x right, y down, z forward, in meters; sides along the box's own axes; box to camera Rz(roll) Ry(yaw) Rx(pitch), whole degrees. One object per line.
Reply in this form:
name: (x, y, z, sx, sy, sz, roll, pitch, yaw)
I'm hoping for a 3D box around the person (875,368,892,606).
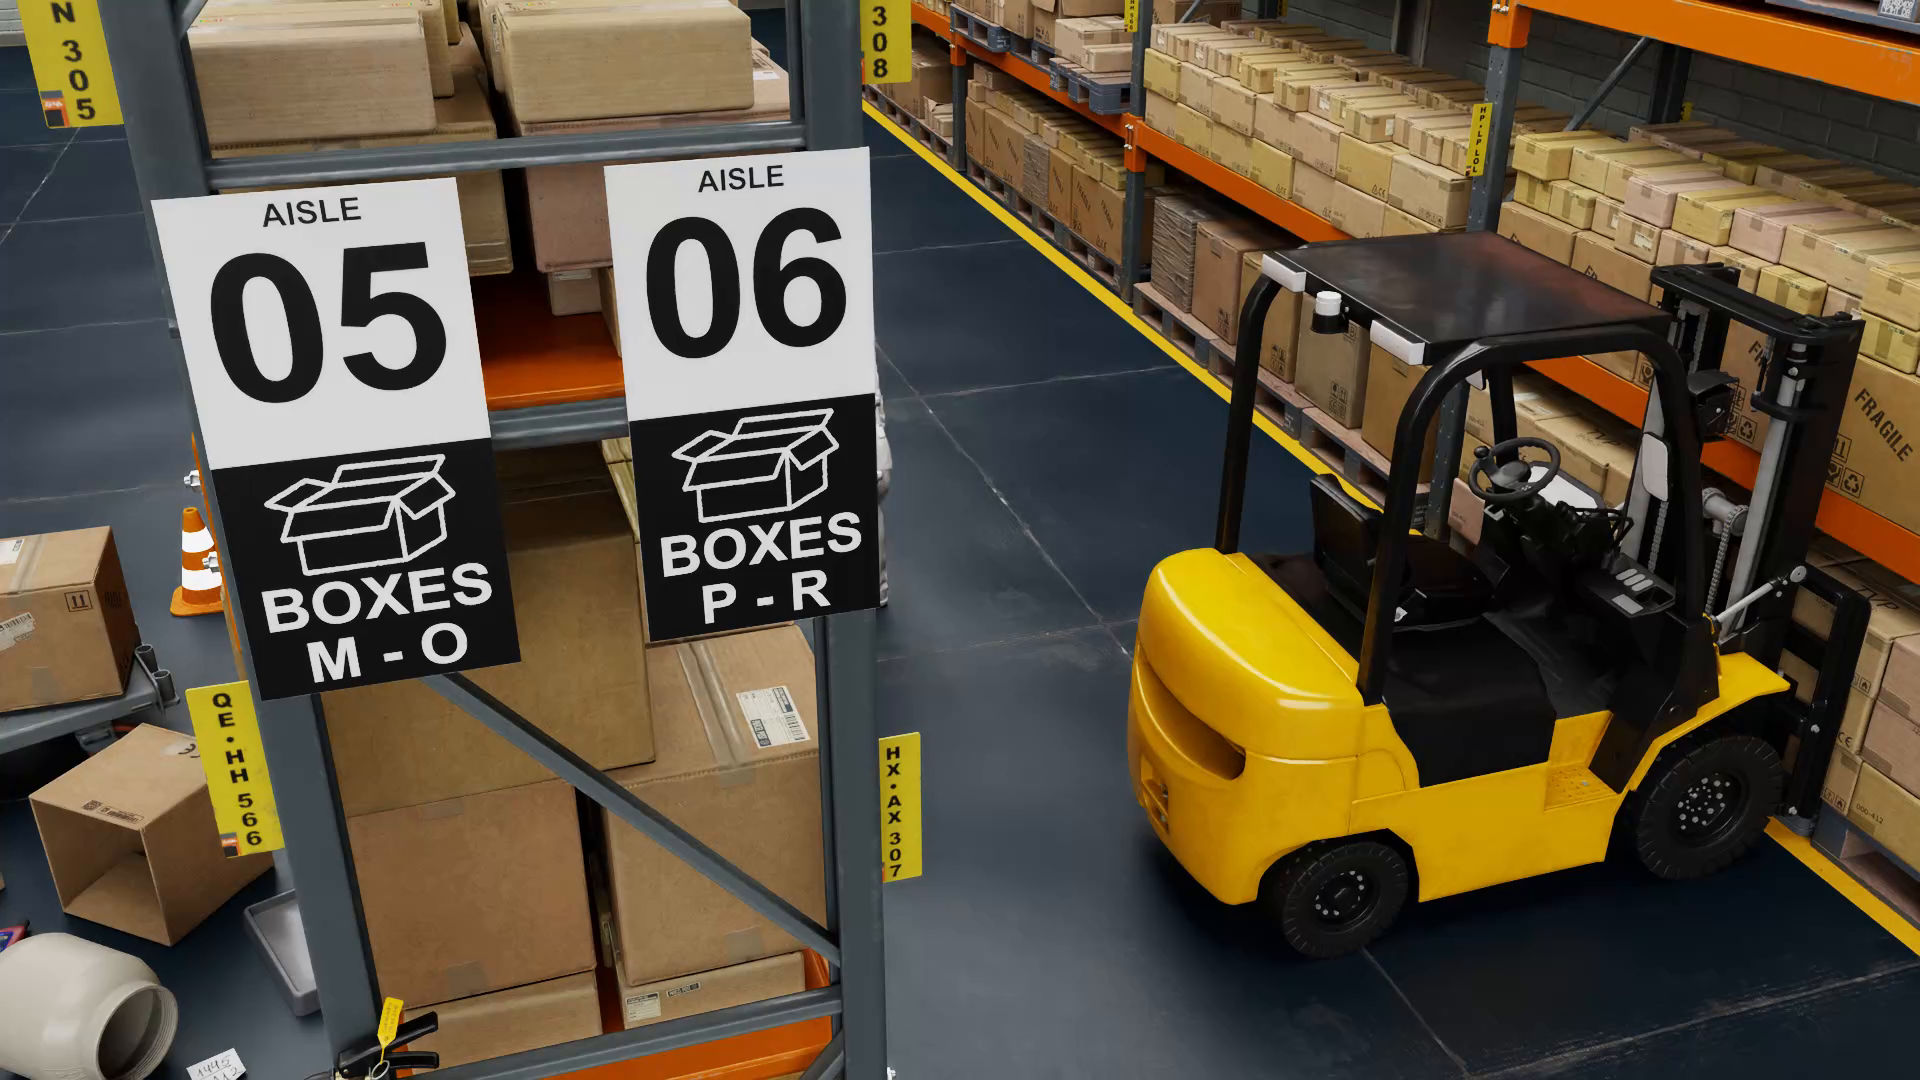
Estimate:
person: (-0.583, -0.360, 7.640, 0.535, 1.403, 0.692, -8, 28, -16)
